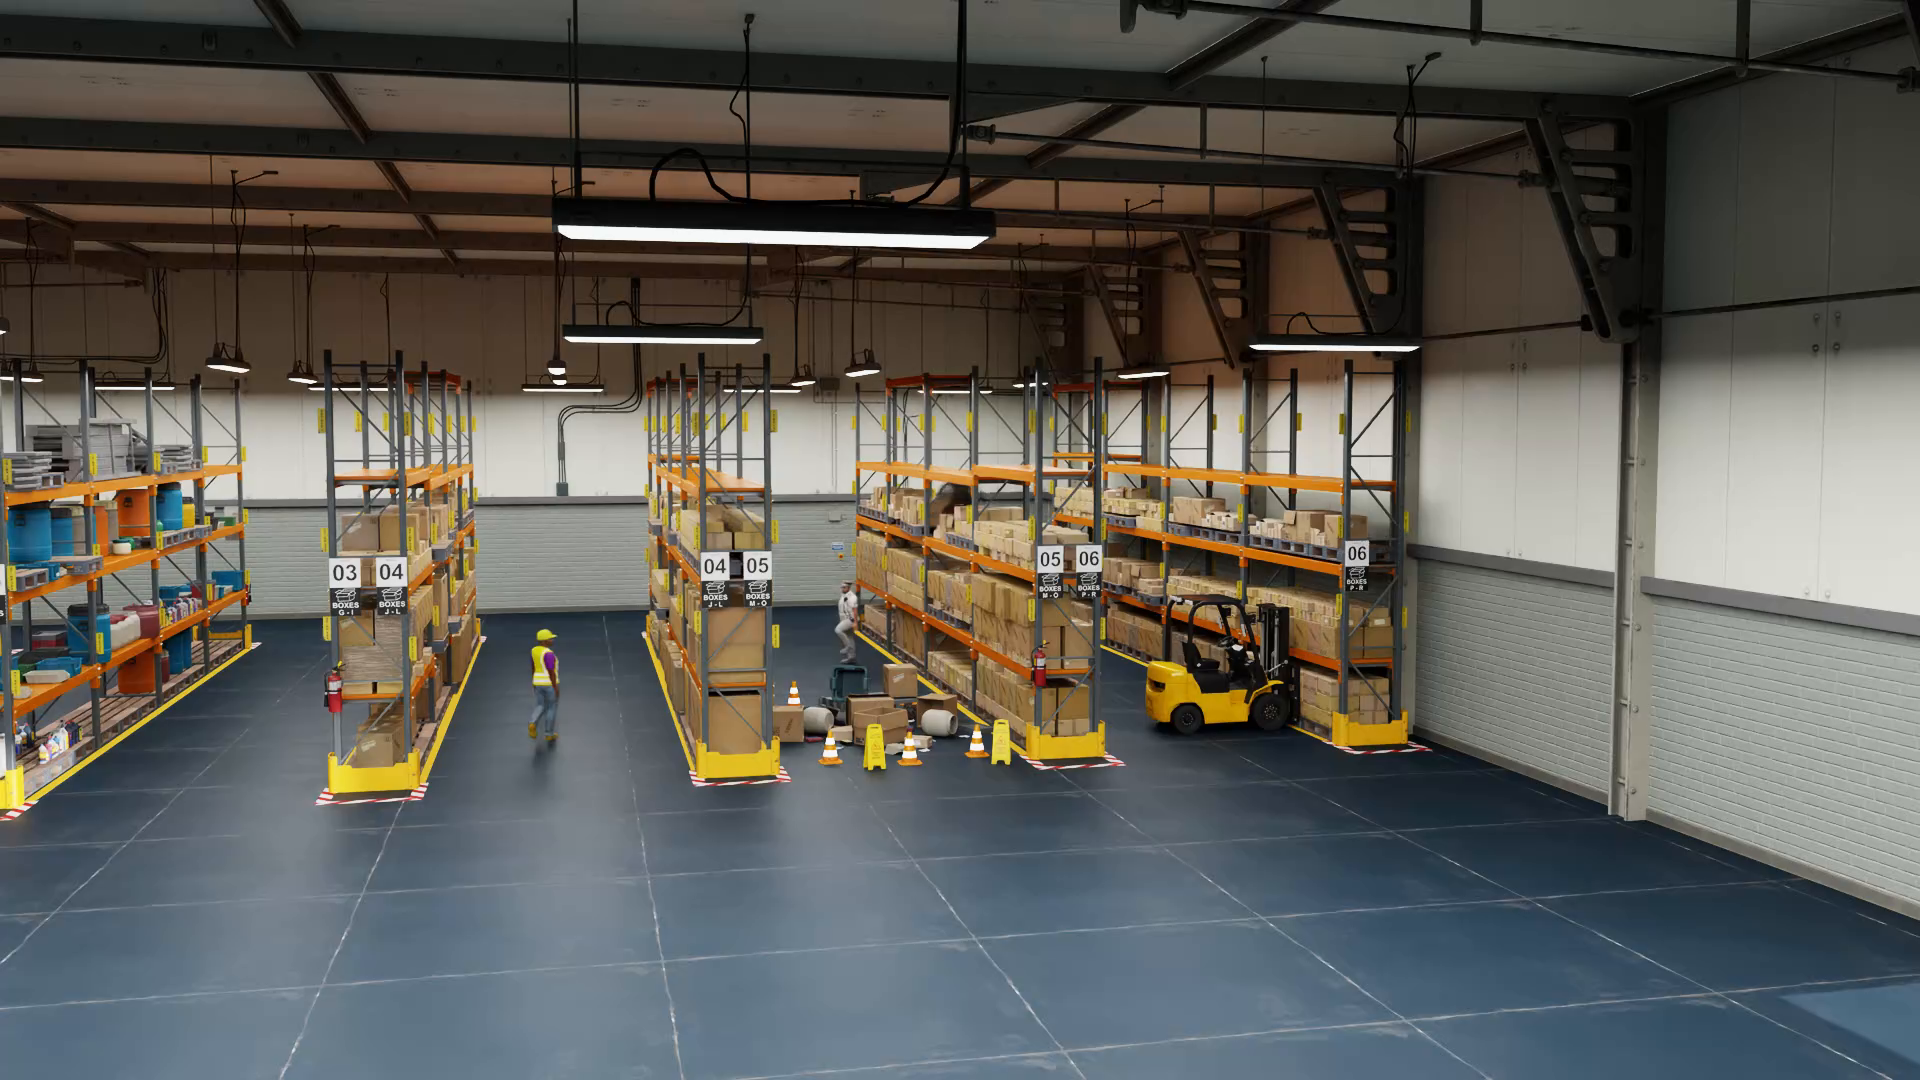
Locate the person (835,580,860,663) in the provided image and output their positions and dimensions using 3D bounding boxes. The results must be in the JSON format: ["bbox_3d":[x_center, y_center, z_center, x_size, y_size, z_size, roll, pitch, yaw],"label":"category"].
[{"bbox_3d":[-2.403,1.708,34.711,0.591,1.753,0.630,-2,4,-23],"label":"person"}]

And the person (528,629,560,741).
[{"bbox_3d":[-6.565,2.287,26.208,0.561,1.759,0.603,2,4,21],"label":"person"}]
